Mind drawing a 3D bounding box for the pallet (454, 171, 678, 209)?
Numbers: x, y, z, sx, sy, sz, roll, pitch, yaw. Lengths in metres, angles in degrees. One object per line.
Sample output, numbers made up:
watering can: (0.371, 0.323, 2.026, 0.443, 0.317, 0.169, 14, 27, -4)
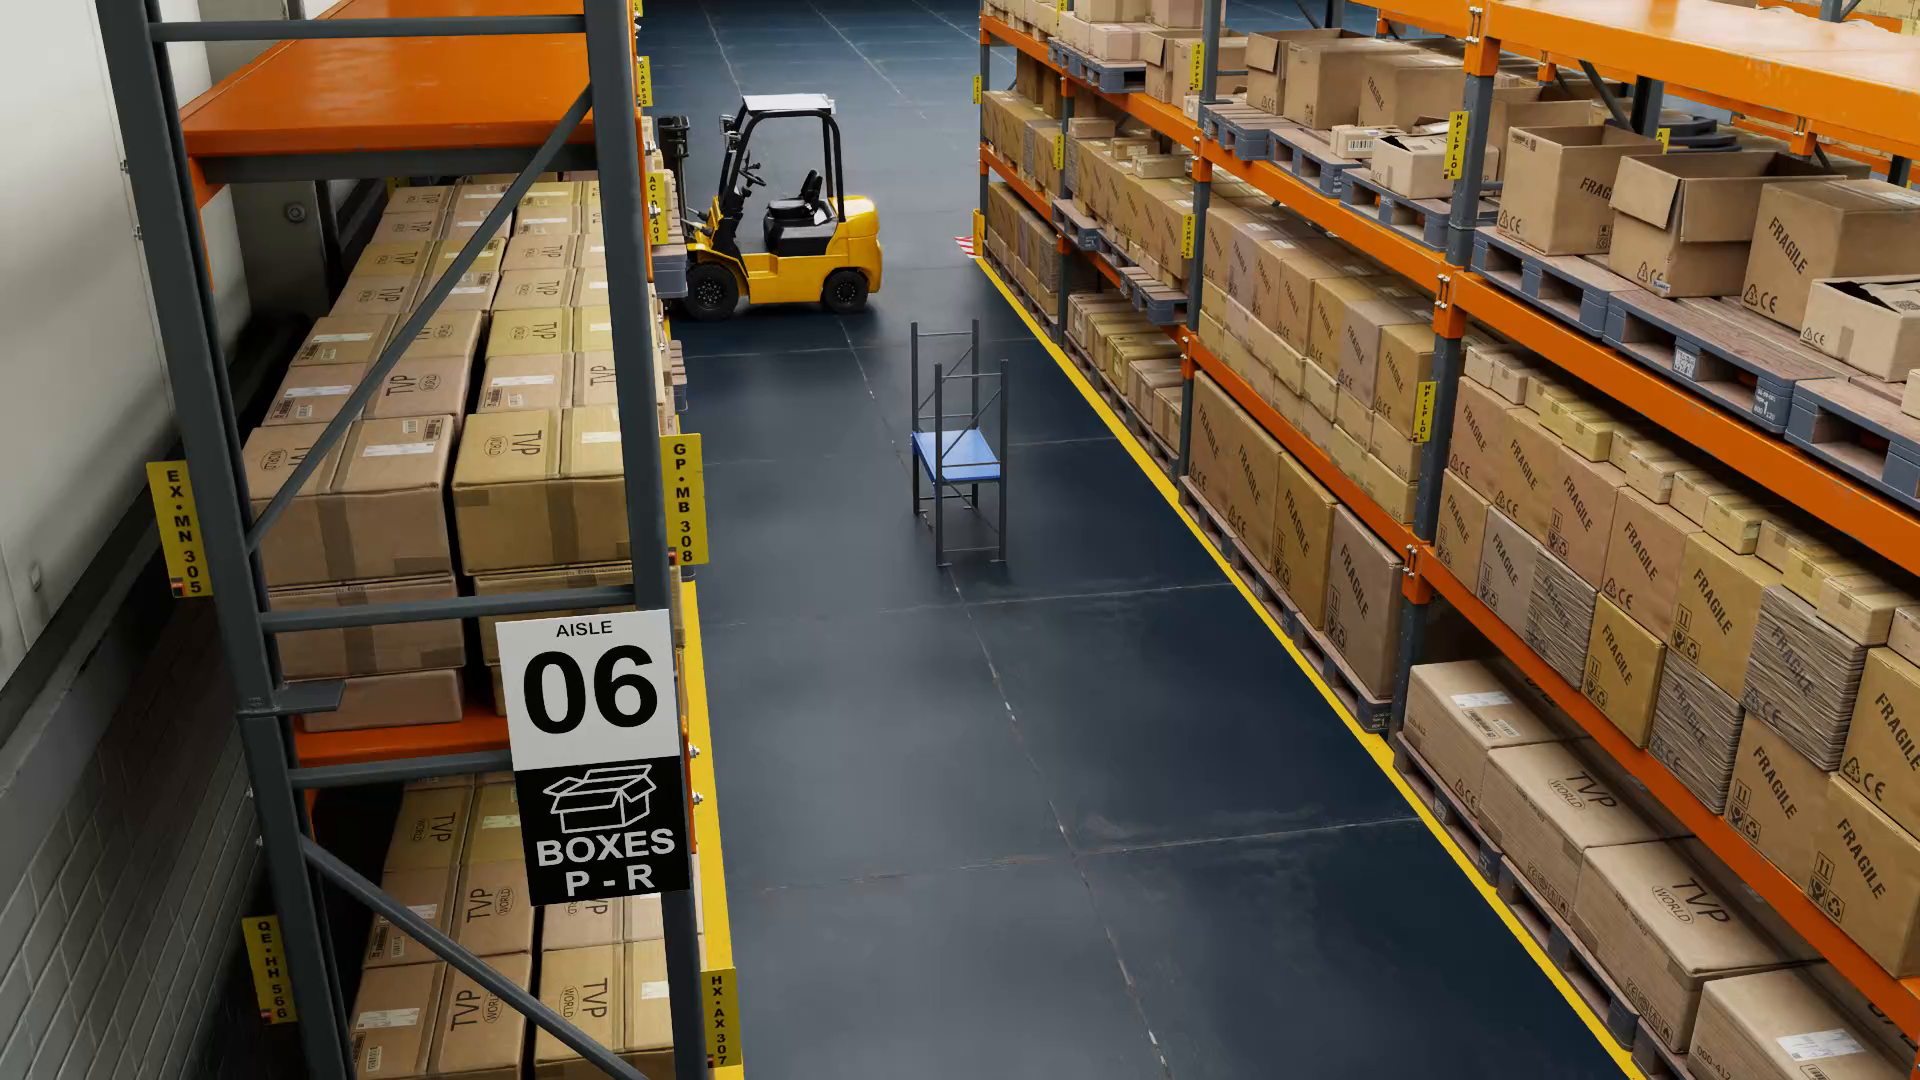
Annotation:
pallet: (-2.164, -1.807, 9.127, 1.213, 0.211, 1.003, -4, 24, -10)

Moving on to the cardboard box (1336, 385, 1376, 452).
cardboard box: (2.540, -0.730, 9.736, 0.500, 0.250, 0.500, -4, 24, -8)

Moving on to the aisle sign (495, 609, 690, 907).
aisle sign: (-0.877, 0.538, 4.022, 0.394, 0.787, 0.004, -4, 24, -10)

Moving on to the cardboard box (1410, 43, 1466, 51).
cardboard box: (5.810, -5.549, 19.672, 0.875, 0.550, 0.550, -4, 24, -10)

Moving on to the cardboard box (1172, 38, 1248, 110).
cardboard box: (2.055, -3.585, 12.838, 0.700, 0.500, 0.500, -4, 24, -10)

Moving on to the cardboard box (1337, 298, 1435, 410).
cardboard box: (2.527, -1.082, 9.605, 0.500, 0.500, 0.500, -4, 24, -9)

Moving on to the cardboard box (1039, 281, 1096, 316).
cardboard box: (1.107, -2.510, 17.159, 0.500, 0.250, 0.500, -3, 24, -7)

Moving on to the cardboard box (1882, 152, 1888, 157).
cardboard box: (10.794, -4.446, 18.995, 0.380, 0.149, 0.250, -4, 24, -10)

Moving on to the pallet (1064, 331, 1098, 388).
pallet: (1.626, -1.781, 16.063, 1.003, 0.211, 1.213, -4, 24, -10)

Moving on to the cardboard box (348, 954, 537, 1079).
cardboard box: (-1.524, 1.495, 4.894, 0.500, 0.250, 0.500, -4, 24, -8)

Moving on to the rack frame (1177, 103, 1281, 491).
rack frame: (2.220, -1.791, 12.603, 1.000, 3.000, 0.127, -4, 24, -10)

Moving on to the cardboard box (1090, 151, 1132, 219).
cardboard box: (1.456, -3.141, 14.673, 0.500, 0.500, 0.500, -4, 24, -10)

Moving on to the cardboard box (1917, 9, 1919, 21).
cardboard box: (7.396, -3.829, 12.439, 0.396, 0.266, 0.258, -4, 24, -10)

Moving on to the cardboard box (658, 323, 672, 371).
cardboard box: (-2.174, -1.034, 10.216, 0.797, 0.503, 0.637, -5, 24, -11)

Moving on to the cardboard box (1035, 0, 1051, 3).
cardboard box: (0.947, -5.396, 16.427, 0.380, 0.149, 0.250, -4, 24, -8)

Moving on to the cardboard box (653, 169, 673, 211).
cardboard box: (-1.542, -1.633, 7.786, 0.380, 0.149, 0.250, -4, 24, -8)

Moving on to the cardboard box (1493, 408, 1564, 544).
cardboard box: (2.897, -0.318, 7.855, 0.500, 0.500, 0.500, -5, 24, -10)

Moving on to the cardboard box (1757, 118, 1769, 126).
cardboard box: (10.326, -5.327, 21.012, 0.380, 0.149, 0.250, -4, 24, -10)

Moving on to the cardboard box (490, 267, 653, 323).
cardboard box: (-1.299, -0.738, 5.635, 0.500, 0.250, 0.500, -4, 24, -8)

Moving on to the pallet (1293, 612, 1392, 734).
pallet: (2.743, 0.762, 10.241, 1.003, 0.211, 1.213, -4, 24, -10)

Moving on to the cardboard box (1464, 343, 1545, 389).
cardboard box: (2.763, -0.876, 8.323, 0.380, 0.149, 0.250, -5, 24, -11)

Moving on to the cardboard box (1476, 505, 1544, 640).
cardboard box: (2.878, 0.139, 8.060, 0.500, 0.500, 0.500, -4, 24, -9)

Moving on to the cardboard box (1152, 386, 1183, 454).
cardboard box: (2.125, -1.002, 13.556, 0.950, 0.372, 0.625, -6, 24, -13)

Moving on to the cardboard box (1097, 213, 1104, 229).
cardboard box: (1.444, -2.892, 14.913, 0.380, 0.149, 0.250, -4, 24, -9)

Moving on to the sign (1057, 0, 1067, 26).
sign: (0.949, -4.933, 15.403, 0.100, 0.325, 0.005, -4, 24, -10)

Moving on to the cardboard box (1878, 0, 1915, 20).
cardboard box: (10.693, -5.970, 18.611, 0.500, 0.250, 0.500, -4, 24, -10)

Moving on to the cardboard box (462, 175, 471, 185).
cardboard box: (-2.157, -1.692, 7.921, 0.380, 0.149, 0.250, -4, 24, -9)

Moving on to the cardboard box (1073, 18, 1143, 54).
cardboard box: (1.289, -4.404, 14.501, 0.500, 0.250, 0.500, -5, 24, -10)

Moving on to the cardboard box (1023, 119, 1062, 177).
cardboard box: (0.951, -4.109, 17.413, 0.500, 0.500, 0.500, -4, 24, -8)

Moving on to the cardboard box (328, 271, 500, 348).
cardboard box: (-1.802, -0.706, 5.563, 0.500, 0.250, 0.500, -4, 24, -10)

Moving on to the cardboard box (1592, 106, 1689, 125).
cardboard box: (6.521, -3.878, 16.007, 0.700, 0.500, 0.500, -5, 24, -11)

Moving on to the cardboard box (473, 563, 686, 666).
cardboard box: (-0.991, 0.087, 4.370, 0.500, 0.250, 0.500, -5, 24, -10)

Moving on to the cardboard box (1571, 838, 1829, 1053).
cardboard box: (3.302, 1.726, 7.228, 0.875, 0.438, 0.875, -4, 24, -8)

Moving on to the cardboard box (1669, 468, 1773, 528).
cardboard box: (3.116, -0.175, 6.717, 0.380, 0.149, 0.250, -4, 24, -8)

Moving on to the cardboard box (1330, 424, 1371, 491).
cardboard box: (2.536, -0.507, 9.851, 0.500, 0.250, 0.500, -5, 24, -10)

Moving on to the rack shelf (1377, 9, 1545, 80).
rack shelf: (5.957, -5.602, 18.481, 1.077, 0.370, 4.000, -4, 24, -10)

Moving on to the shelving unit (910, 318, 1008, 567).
shelving unit: (-0.016, -0.721, 12.027, 0.538, 1.500, 1.048, -4, 24, -10)

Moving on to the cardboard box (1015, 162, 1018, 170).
cardboard box: (0.821, -4.163, 18.348, 0.380, 0.149, 0.250, -3, 24, -8)

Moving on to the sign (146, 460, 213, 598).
sign: (-1.727, -0.023, 3.701, 0.100, 0.325, 0.005, -4, 24, -10)

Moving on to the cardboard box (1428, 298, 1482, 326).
cardboard box: (3.040, -1.114, 9.679, 0.500, 0.500, 0.500, -4, 24, -10)

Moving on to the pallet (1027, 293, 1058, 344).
pallet: (1.321, -2.348, 17.363, 1.003, 0.211, 1.213, -4, 24, -10)

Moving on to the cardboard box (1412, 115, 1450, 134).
cardboard box: (2.966, -2.468, 10.048, 0.396, 0.266, 0.258, -2, 24, -5)

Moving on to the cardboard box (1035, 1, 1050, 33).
cardboard box: (1.040, -5.159, 16.383, 0.500, 0.250, 0.500, -5, 24, -11)

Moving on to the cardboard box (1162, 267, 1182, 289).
cardboard box: (1.807, -2.080, 13.054, 0.380, 0.149, 0.250, -4, 24, -9)

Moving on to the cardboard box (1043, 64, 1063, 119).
cardboard box: (1.287, -4.794, 17.734, 0.700, 0.500, 0.500, -4, 24, -10)

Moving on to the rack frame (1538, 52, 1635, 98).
rack frame: (6.326, -3.771, 17.136, 1.000, 3.000, 0.127, -4, 24, -10)

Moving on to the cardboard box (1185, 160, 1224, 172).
cardboard box: (2.071, -2.970, 14.281, 0.500, 0.500, 0.500, -5, 24, -12)

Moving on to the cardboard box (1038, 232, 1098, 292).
cardboard box: (1.107, -2.853, 17.009, 0.500, 0.500, 0.500, -5, 24, -10)

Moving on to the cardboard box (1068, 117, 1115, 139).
cardboard box: (1.220, -3.825, 15.429, 0.380, 0.149, 0.250, -4, 24, -10)

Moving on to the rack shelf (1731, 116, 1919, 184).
rack shelf: (10.850, -4.555, 19.830, 1.077, 0.370, 4.000, -4, 24, -10)

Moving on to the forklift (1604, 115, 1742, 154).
forklift: (4.882, -1.791, 12.688, 1.130, 2.935, 3.031, -3, 24, -7)

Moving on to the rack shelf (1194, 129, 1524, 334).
rack shelf: (2.590, -2.049, 10.346, 1.077, 0.370, 4.000, -4, 24, -10)

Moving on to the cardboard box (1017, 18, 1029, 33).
cardboard box: (0.814, -5.434, 17.511, 0.380, 0.149, 0.250, -5, 24, -11)

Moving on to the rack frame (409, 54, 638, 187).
rack frame: (-1.918, -2.598, 6.956, 1.000, 3.000, 0.127, -4, 24, -10)
